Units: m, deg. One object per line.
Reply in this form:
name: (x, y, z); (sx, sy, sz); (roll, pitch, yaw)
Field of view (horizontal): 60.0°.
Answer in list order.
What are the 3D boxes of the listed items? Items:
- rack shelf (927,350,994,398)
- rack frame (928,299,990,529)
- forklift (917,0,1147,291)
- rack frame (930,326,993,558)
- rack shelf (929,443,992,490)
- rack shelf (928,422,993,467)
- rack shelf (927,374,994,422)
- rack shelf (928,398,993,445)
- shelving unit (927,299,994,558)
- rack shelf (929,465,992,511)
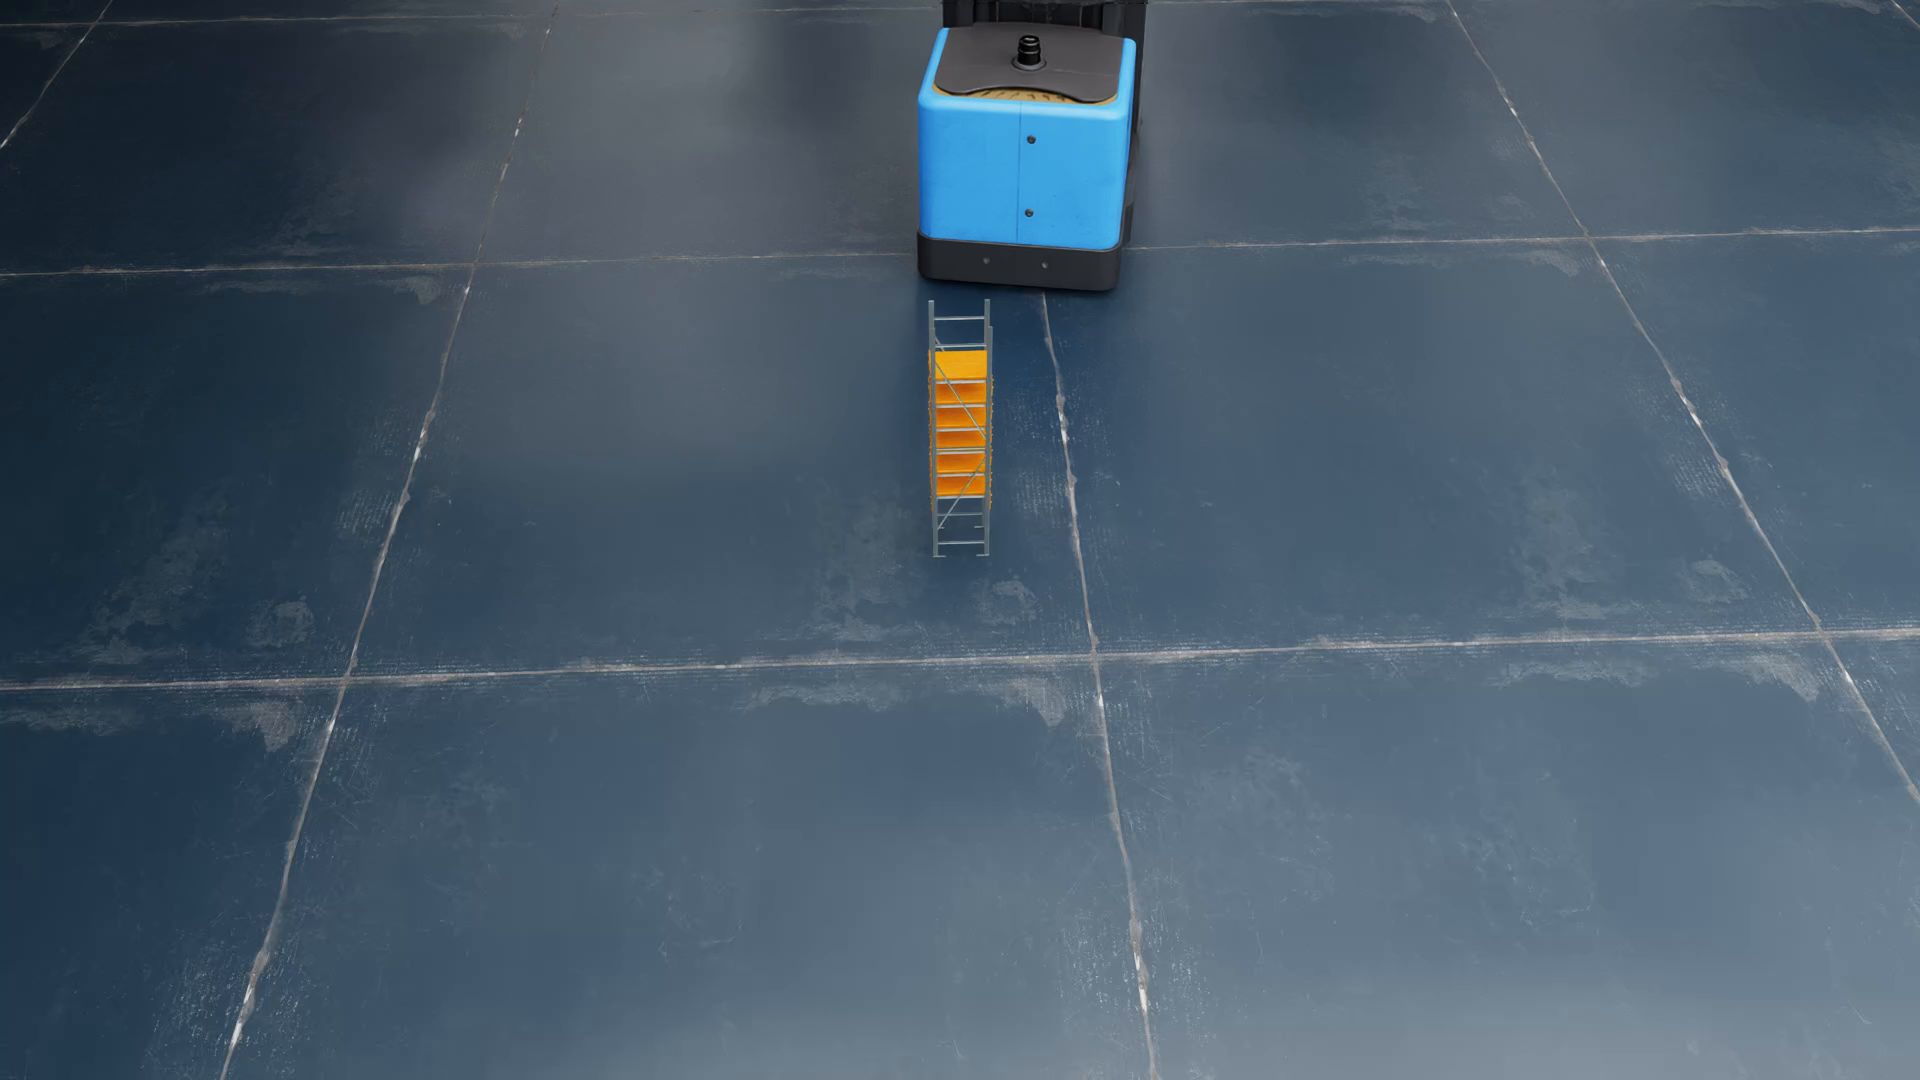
rack shelf: (0.001, -0.665, 6.621); (0.258, 0.103, 0.180); (-2, 43, -2)
rack frame: (-0.003, -0.494, 6.901); (0.240, 1.200, 0.006); (-2, 43, -2)
forklift: (0.484, -3.358, 8.745); (1.130, 2.935, 3.031); (5, 43, 6)
rack frame: (0.005, -0.371, 6.767); (0.240, 1.200, 0.006); (-2, 43, -2)
rack shelf: (0.001, -0.311, 6.945); (0.258, 0.103, 0.180); (-2, 43, -2)
rack shelf: (0.001, -0.400, 6.864); (0.258, 0.103, 0.180); (-2, 43, -2)
rack shelf: (0.001, -0.577, 6.702); (0.258, 0.103, 0.180); (-2, 43, -2)
rack shelf: (0.001, -0.488, 6.783); (0.258, 0.103, 0.180); (-2, 43, -2)
shelving unit: (0.001, -0.433, 6.834); (0.258, 1.200, 0.189); (-2, 43, -2)
rack shelf: (0.001, -0.223, 7.026); (0.258, 0.103, 0.180); (-2, 43, -2)
